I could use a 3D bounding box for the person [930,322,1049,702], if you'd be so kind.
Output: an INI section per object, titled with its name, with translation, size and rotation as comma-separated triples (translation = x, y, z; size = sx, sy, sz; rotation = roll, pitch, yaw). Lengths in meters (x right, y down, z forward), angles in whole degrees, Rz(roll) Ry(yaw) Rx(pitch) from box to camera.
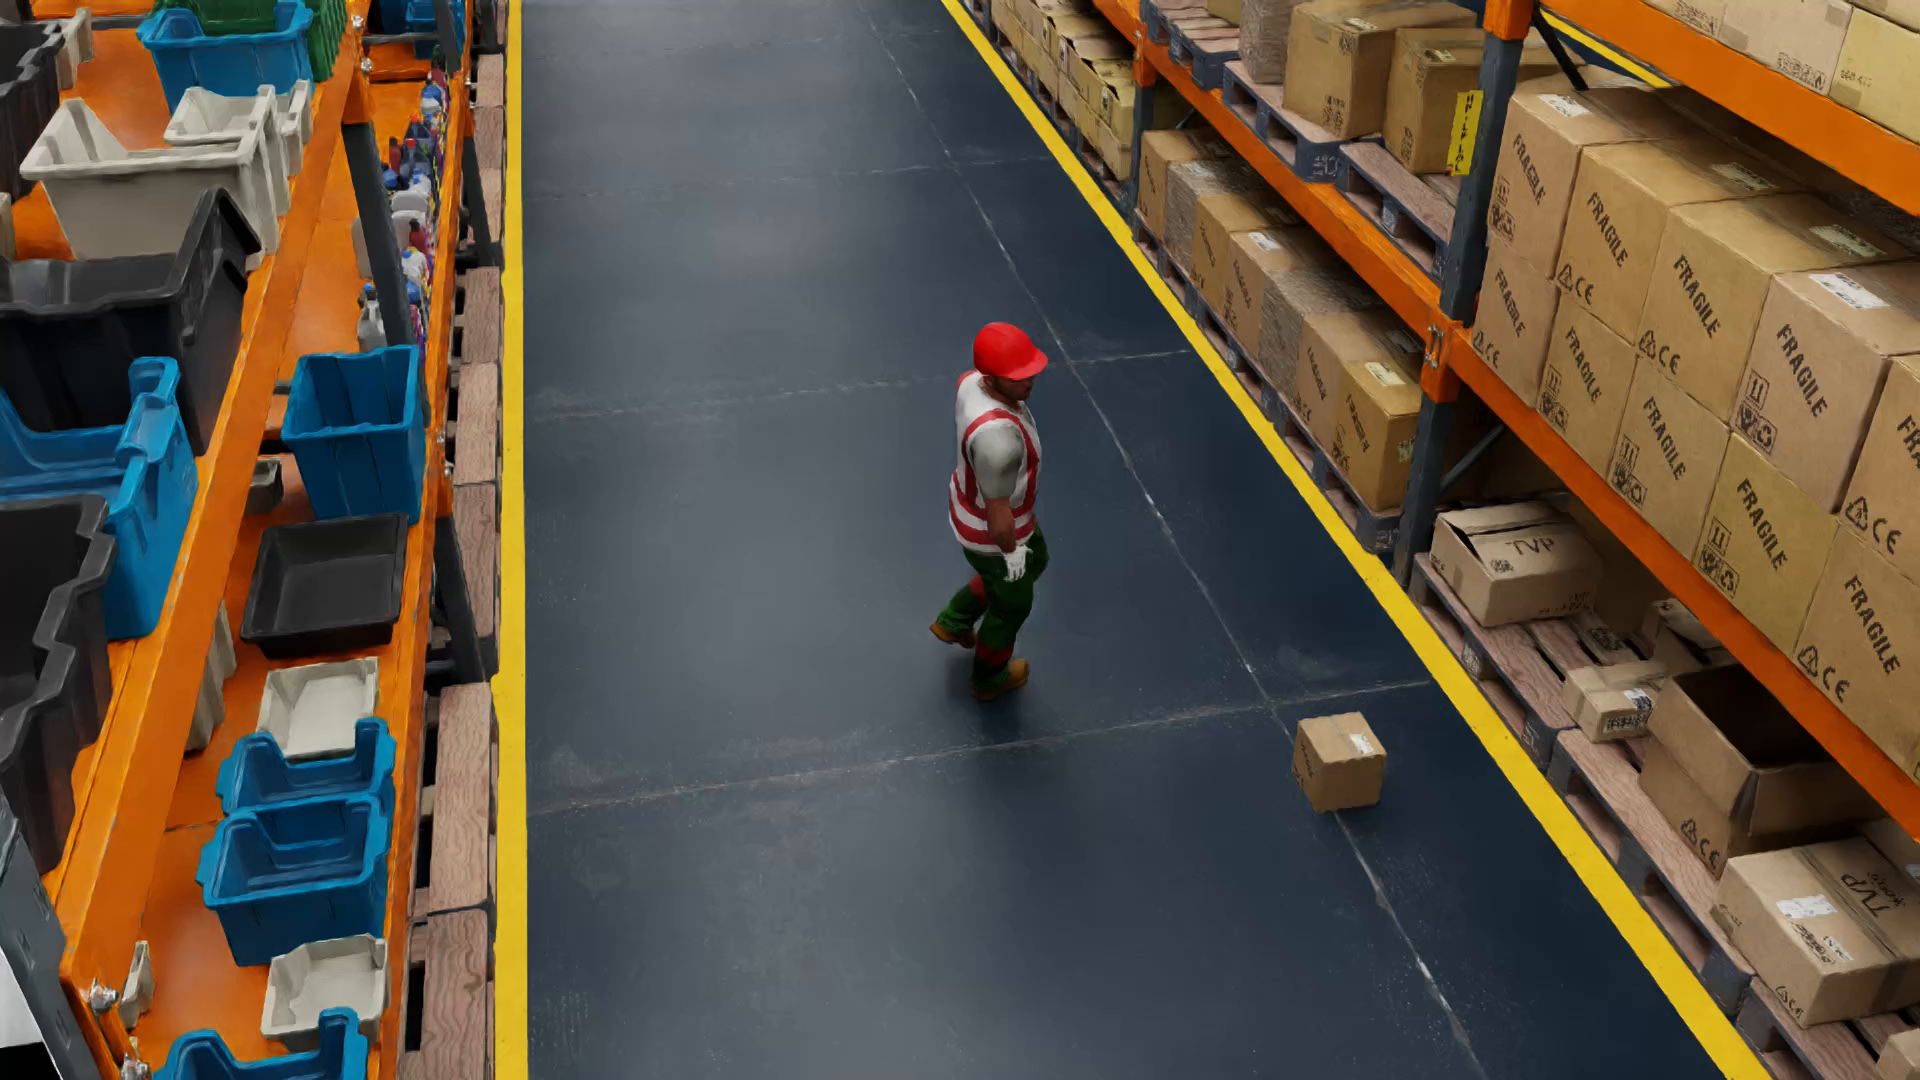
[person]
translation = 0.147, -0.083, 6.266
size = 0.472, 1.767, 0.700
rotation = -6, 34, -8
